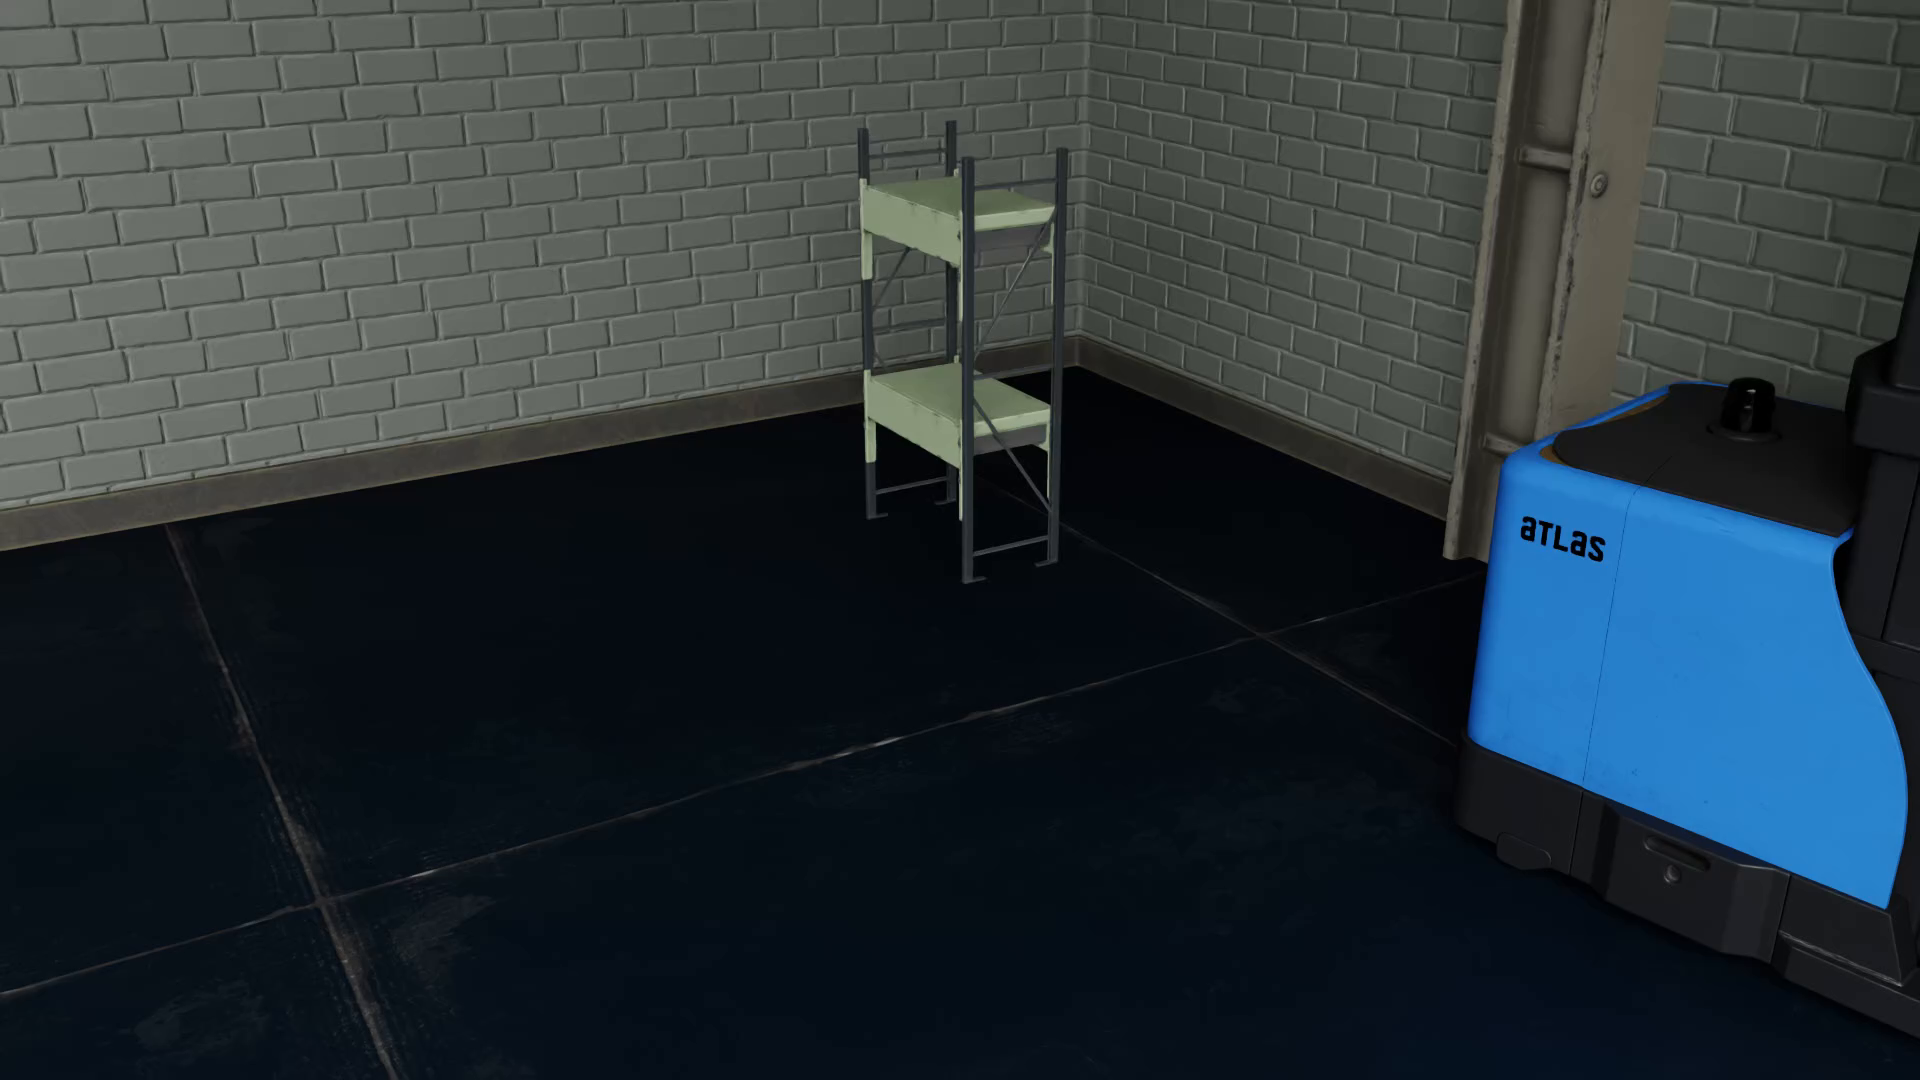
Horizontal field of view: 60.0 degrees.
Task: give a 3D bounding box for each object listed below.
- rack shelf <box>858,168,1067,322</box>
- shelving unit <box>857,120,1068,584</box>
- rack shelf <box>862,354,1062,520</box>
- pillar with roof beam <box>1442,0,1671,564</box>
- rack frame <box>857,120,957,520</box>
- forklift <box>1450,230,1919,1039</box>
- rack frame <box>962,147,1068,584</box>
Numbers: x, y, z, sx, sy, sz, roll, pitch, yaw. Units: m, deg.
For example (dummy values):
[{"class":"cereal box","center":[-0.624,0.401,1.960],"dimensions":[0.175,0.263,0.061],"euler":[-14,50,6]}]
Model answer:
[{"class":"rack shelf","center":[-0.003,-1.058,5.887],"dimensions":[0.431,0.370,0.720],"euler":[-13,25,-28]},{"class":"shelving unit","center":[-0.003,-0.697,6.034],"dimensions":[0.431,1.500,0.755],"euler":[-13,25,-28]},{"class":"rack shelf","center":[-0.003,-0.395,6.157],"dimensions":[0.431,0.370,0.720],"euler":[-13,25,-28]},{"class":"pillar with roof beam","center":[-1.682,-3.249,2.354],"dimensions":[9.100,9.000,0.400],"euler":[-13,25,-28]},{"class":"rack frame","center":[-0.190,-0.815,6.326],"dimensions":[0.400,1.500,0.023],"euler":[-13,25,-28]},{"class":"forklift","center":[2.655,-0.287,3.126],"dimensions":[1.130,2.935,3.031],"euler":[-19,29,-39]},{"class":"rack frame","center":[0.184,-0.578,5.743],"dimensions":[0.400,1.500,0.023],"euler":[-13,25,-28]}]
